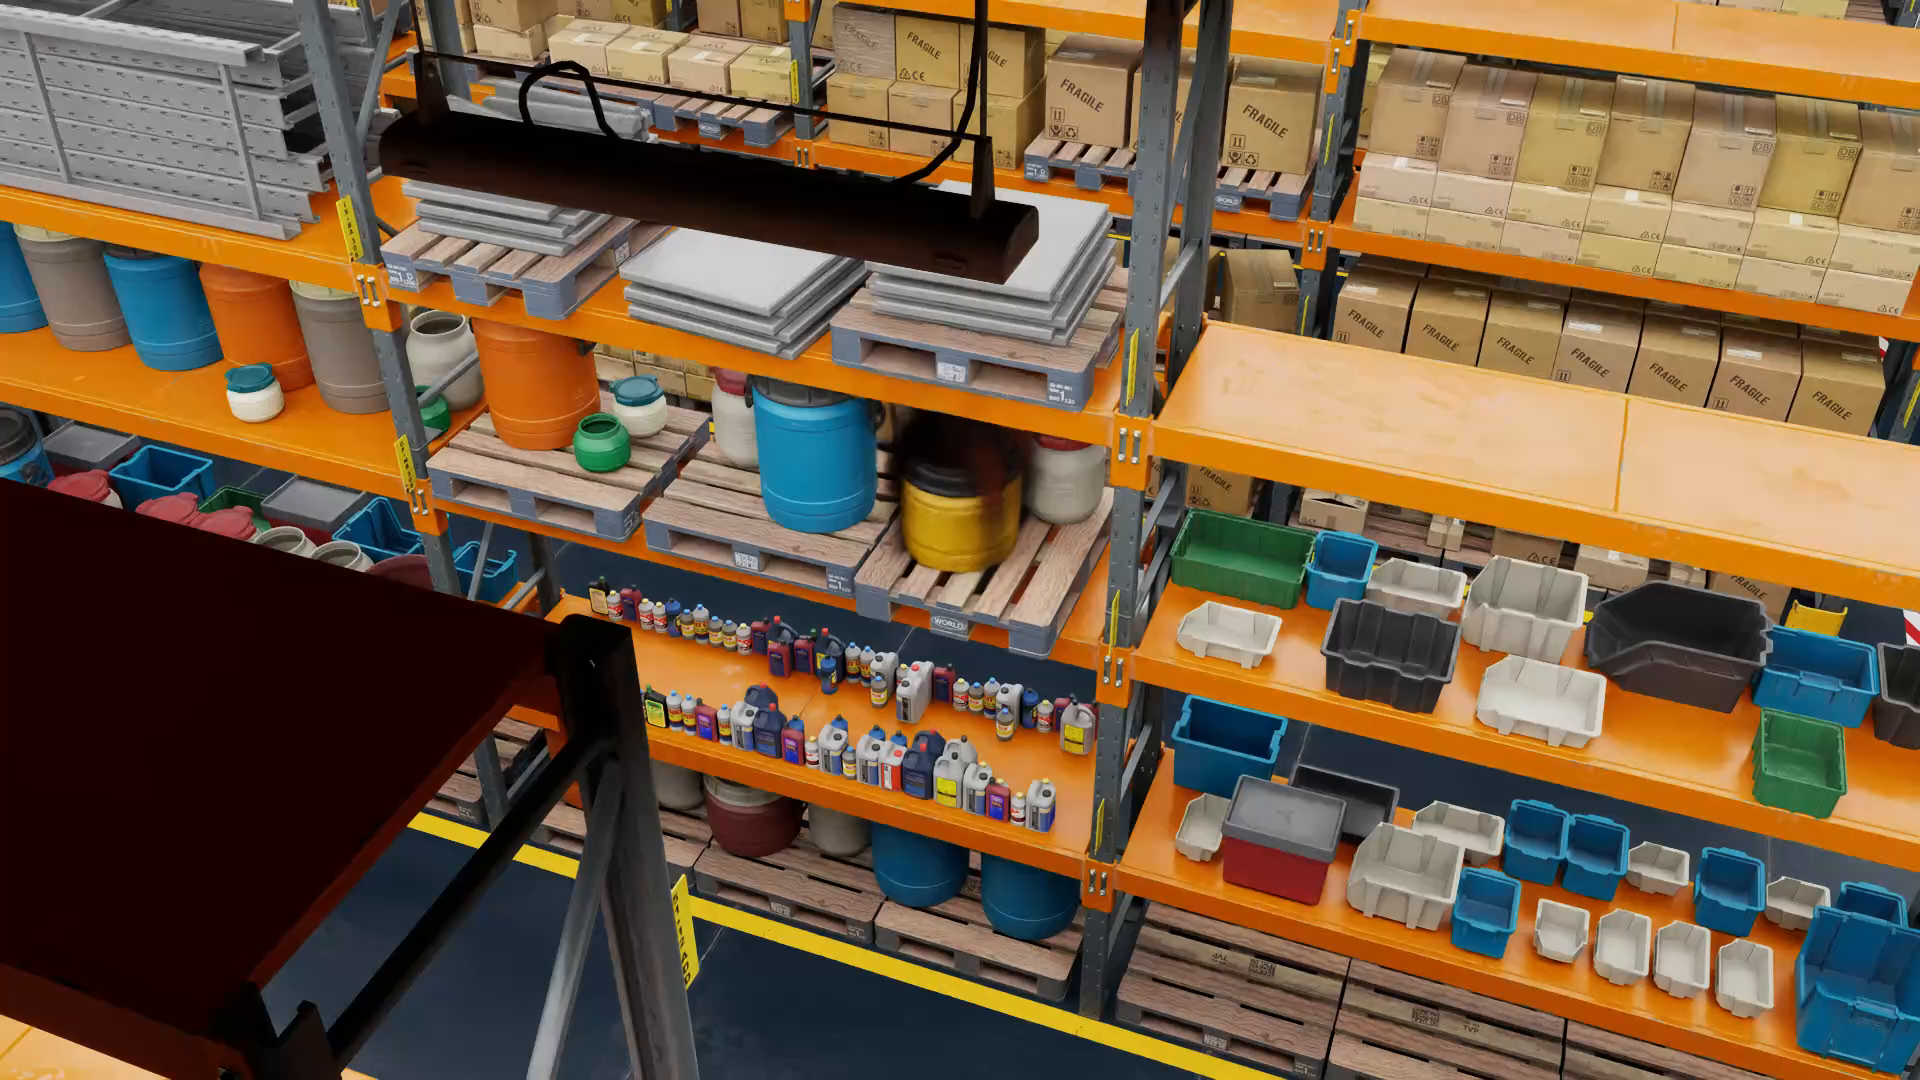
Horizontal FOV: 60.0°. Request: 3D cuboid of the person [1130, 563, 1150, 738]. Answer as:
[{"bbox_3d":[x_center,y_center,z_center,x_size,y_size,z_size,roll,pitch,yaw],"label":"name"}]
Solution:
[{"bbox_3d":[1.185,0.735,10.815,0.463,1.597,0.396,12,38,15],"label":"person"}]
